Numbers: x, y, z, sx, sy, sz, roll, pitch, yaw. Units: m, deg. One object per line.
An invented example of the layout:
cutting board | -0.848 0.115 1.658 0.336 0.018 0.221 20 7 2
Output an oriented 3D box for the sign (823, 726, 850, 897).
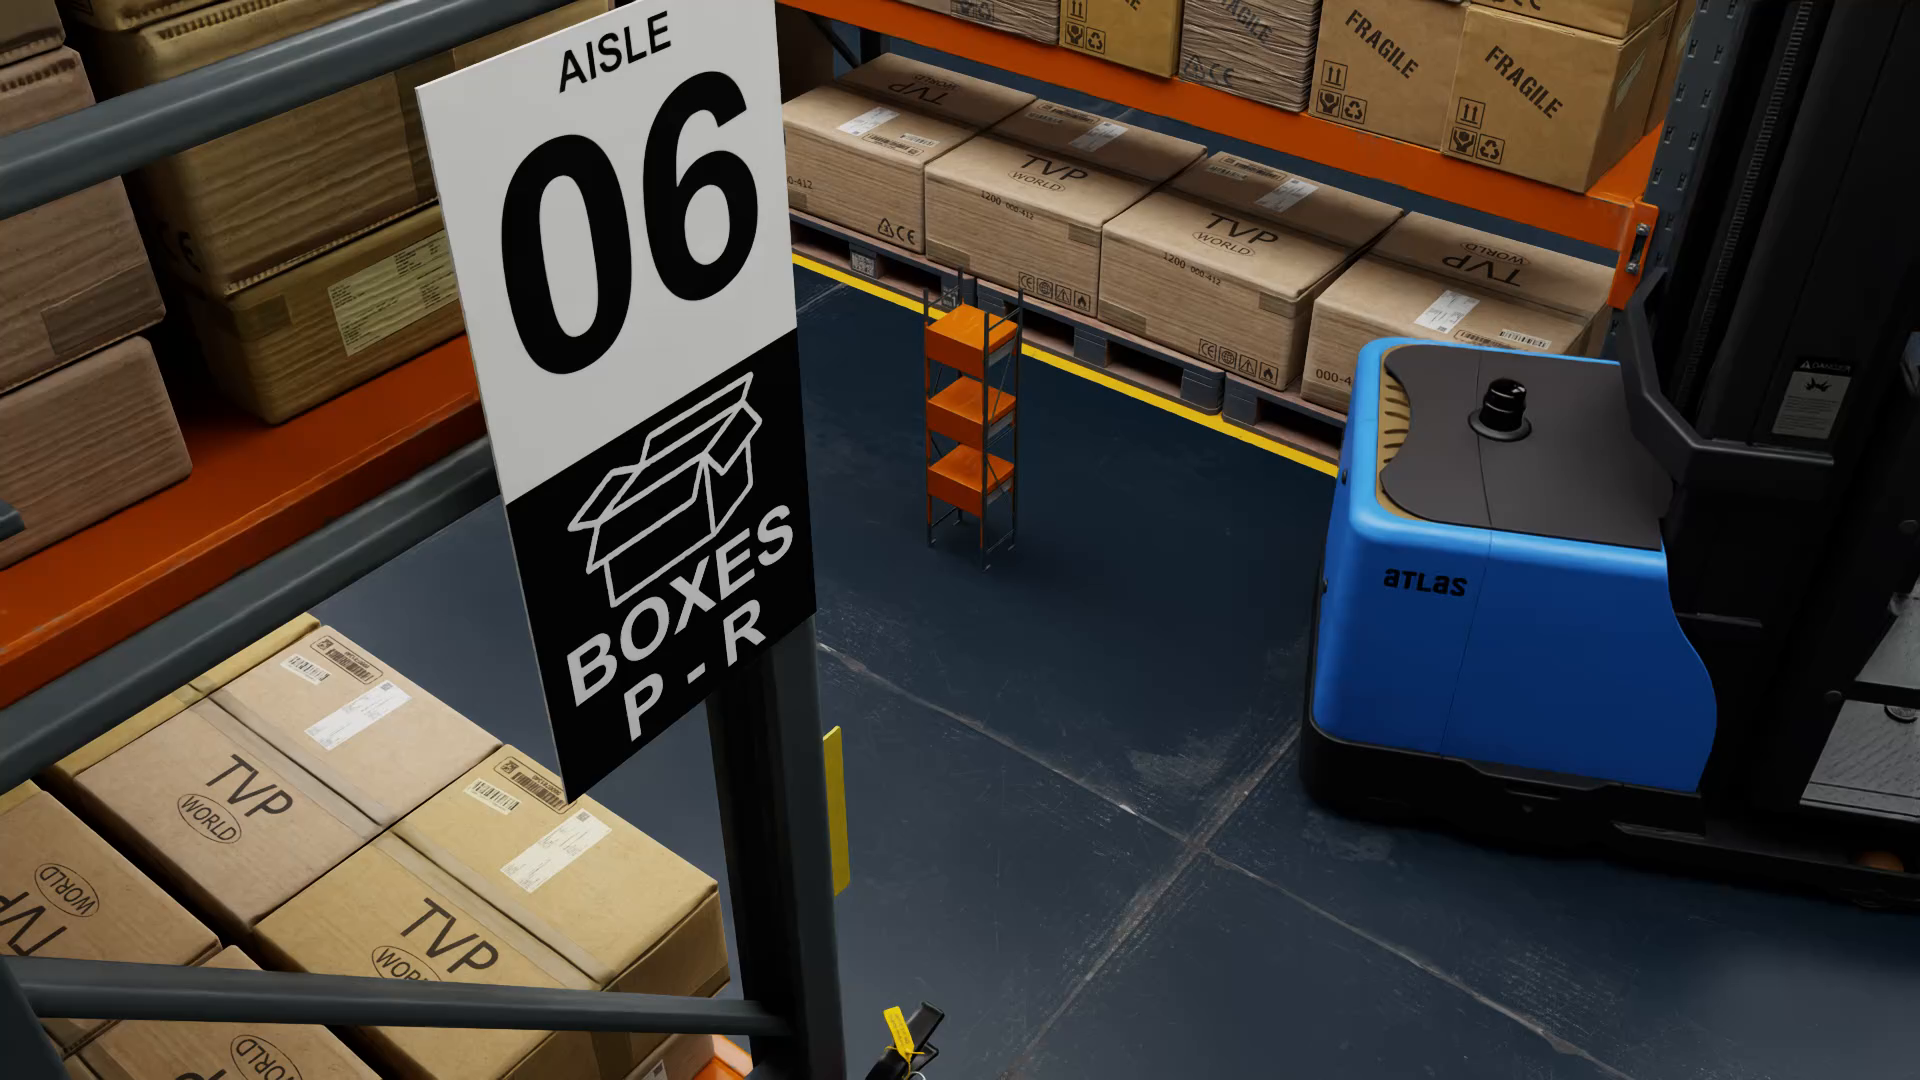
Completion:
sign | -0.196 0.407 2.349 0.005 0.325 0.100 25 45 29

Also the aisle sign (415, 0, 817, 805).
aisle sign | -0.293 -0.129 1.626 0.004 0.787 0.394 25 45 29

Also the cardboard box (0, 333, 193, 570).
cardboard box | -0.920 -0.075 1.438 0.250 0.149 0.380 27 45 30

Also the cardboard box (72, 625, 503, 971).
cardboard box | -1.123 0.465 2.858 0.500 0.250 0.500 26 45 29

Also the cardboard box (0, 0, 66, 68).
cardboard box | -1.048 -0.452 1.190 0.500 0.250 0.500 24 44 27

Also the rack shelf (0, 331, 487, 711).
rack shelf | -2.114 -0.634 2.530 4.000 0.370 1.077 25 45 29

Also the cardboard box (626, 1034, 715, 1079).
cardboard box | -0.620 0.855 2.683 0.250 0.149 0.380 25 44 28

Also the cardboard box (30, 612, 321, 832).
cardboard box | -1.527 0.276 3.098 0.500 0.250 0.500 24 44 28

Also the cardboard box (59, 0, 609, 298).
cardboard box | -0.712 -0.526 1.690 0.500 0.250 0.500 25 44 28

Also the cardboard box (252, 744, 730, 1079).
cardboard box | -0.722 0.653 2.617 0.500 0.250 0.500 25 45 29

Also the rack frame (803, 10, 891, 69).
rack frame | -0.690 -2.917 7.296 0.127 3.000 1.000 25 45 29

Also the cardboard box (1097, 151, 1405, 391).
cardboard box | 1.170 -1.112 6.729 0.875 0.438 0.875 27 45 30

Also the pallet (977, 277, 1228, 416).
pallet | 0.840 -1.039 7.160 1.213 0.211 1.003 25 45 29

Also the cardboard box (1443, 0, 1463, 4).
cardboard box | 1.527 -2.097 5.357 0.500 0.500 0.500 25 45 29

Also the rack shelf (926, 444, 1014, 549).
rack shelf | 0.043 -0.166 5.833 0.240 0.259 0.215 25 45 29

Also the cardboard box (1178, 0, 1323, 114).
cardboard box | 1.139 -1.892 5.906 0.500 0.500 0.500 27 45 30

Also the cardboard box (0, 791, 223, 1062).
cardboard box | -1.461 0.719 2.533 0.500 0.250 0.500 25 45 29

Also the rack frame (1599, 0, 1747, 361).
rack frame | 2.487 -1.419 5.383 0.127 3.000 1.000 25 45 29

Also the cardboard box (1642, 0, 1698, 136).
cardboard box | 2.281 -1.778 5.761 0.500 0.500 0.500 25 44 28

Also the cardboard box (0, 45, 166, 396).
cardboard box | -1.044 -0.259 1.349 0.500 0.250 0.500 24 44 28

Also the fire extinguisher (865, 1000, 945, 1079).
fire extinguisher | -0.128 1.019 2.634 0.183 0.674 0.296 25 45 29

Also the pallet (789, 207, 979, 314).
pallet | -0.133 -1.496 7.743 1.213 0.211 1.003 25 45 29

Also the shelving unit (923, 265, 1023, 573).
shelving unit | 0.042 -0.393 5.655 0.252 1.050 0.215 25 45 29

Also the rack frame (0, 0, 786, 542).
rack frame | -0.525 -1.349 0.427 0.127 3.000 1.000 25 45 29

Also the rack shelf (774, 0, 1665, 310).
rack shelf | 0.899 -1.884 6.561 4.000 0.370 1.077 25 45 29

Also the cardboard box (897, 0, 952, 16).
cardboard box | -0.079 -2.462 6.634 0.500 0.500 0.500 26 45 29

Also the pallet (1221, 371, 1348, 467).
pallet | 1.805 -0.582 6.576 1.213 0.211 1.003 25 45 29

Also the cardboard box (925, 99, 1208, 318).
cardboard box | 0.455 -1.451 7.161 0.875 0.438 0.875 24 44 27

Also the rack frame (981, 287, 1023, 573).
rack frame | 0.139 -0.348 5.596 0.008 1.050 0.200 25 45 29

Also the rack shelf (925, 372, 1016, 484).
rack shelf | 0.042 -0.385 5.661 0.240 0.259 0.215 25 45 29

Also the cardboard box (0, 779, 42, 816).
cardboard box | -1.851 0.531 2.772 0.500 0.250 0.500 27 45 30

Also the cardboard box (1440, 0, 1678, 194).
cardboard box | 1.943 -1.509 5.417 0.500 0.500 0.500 26 45 29

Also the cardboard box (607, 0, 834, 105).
cardboard box | -1.231 -2.438 8.068 0.875 0.875 0.875 27 45 30

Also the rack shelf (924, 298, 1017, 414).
rack shelf | 0.042 -0.608 5.486 0.240 0.259 0.215 25 45 29

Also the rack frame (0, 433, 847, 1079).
rack frame | -0.525 1.013 2.277 0.127 3.000 1.000 25 45 29

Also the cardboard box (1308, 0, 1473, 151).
cardboard box | 1.554 -1.704 5.667 0.500 0.500 0.500 24 44 28

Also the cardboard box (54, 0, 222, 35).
cardboard box | -0.725 -0.712 1.522 0.500 0.250 0.500 25 44 28

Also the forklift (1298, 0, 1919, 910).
forklift | 2.588 -0.455 4.207 3.031 2.935 1.130 8 39 10

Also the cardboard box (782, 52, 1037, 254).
cardboard box | -0.256 -1.785 7.589 0.875 0.438 0.875 25 44 28

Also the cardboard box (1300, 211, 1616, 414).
cardboard box | 1.902 -0.773 6.296 0.875 0.438 0.875 24 44 27

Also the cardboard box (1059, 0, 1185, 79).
cardboard box | 0.721 -2.079 6.145 0.500 0.500 0.500 27 45 30

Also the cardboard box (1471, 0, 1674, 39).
cardboard box | 1.960 -1.916 5.125 0.500 0.500 0.500 27 45 30

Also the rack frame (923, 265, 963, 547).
rack frame | -0.054 -0.439 5.713 0.008 1.050 0.200 25 45 29

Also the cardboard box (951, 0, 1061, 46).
cardboard box | 0.312 -2.272 6.392 0.500 0.500 0.500 26 45 29

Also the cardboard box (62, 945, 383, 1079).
cardboard box | -1.052 0.913 2.285 0.500 0.250 0.500 27 45 30

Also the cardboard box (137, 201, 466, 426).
cardboard box | -0.637 -0.302 1.727 0.250 0.149 0.380 26 45 29
